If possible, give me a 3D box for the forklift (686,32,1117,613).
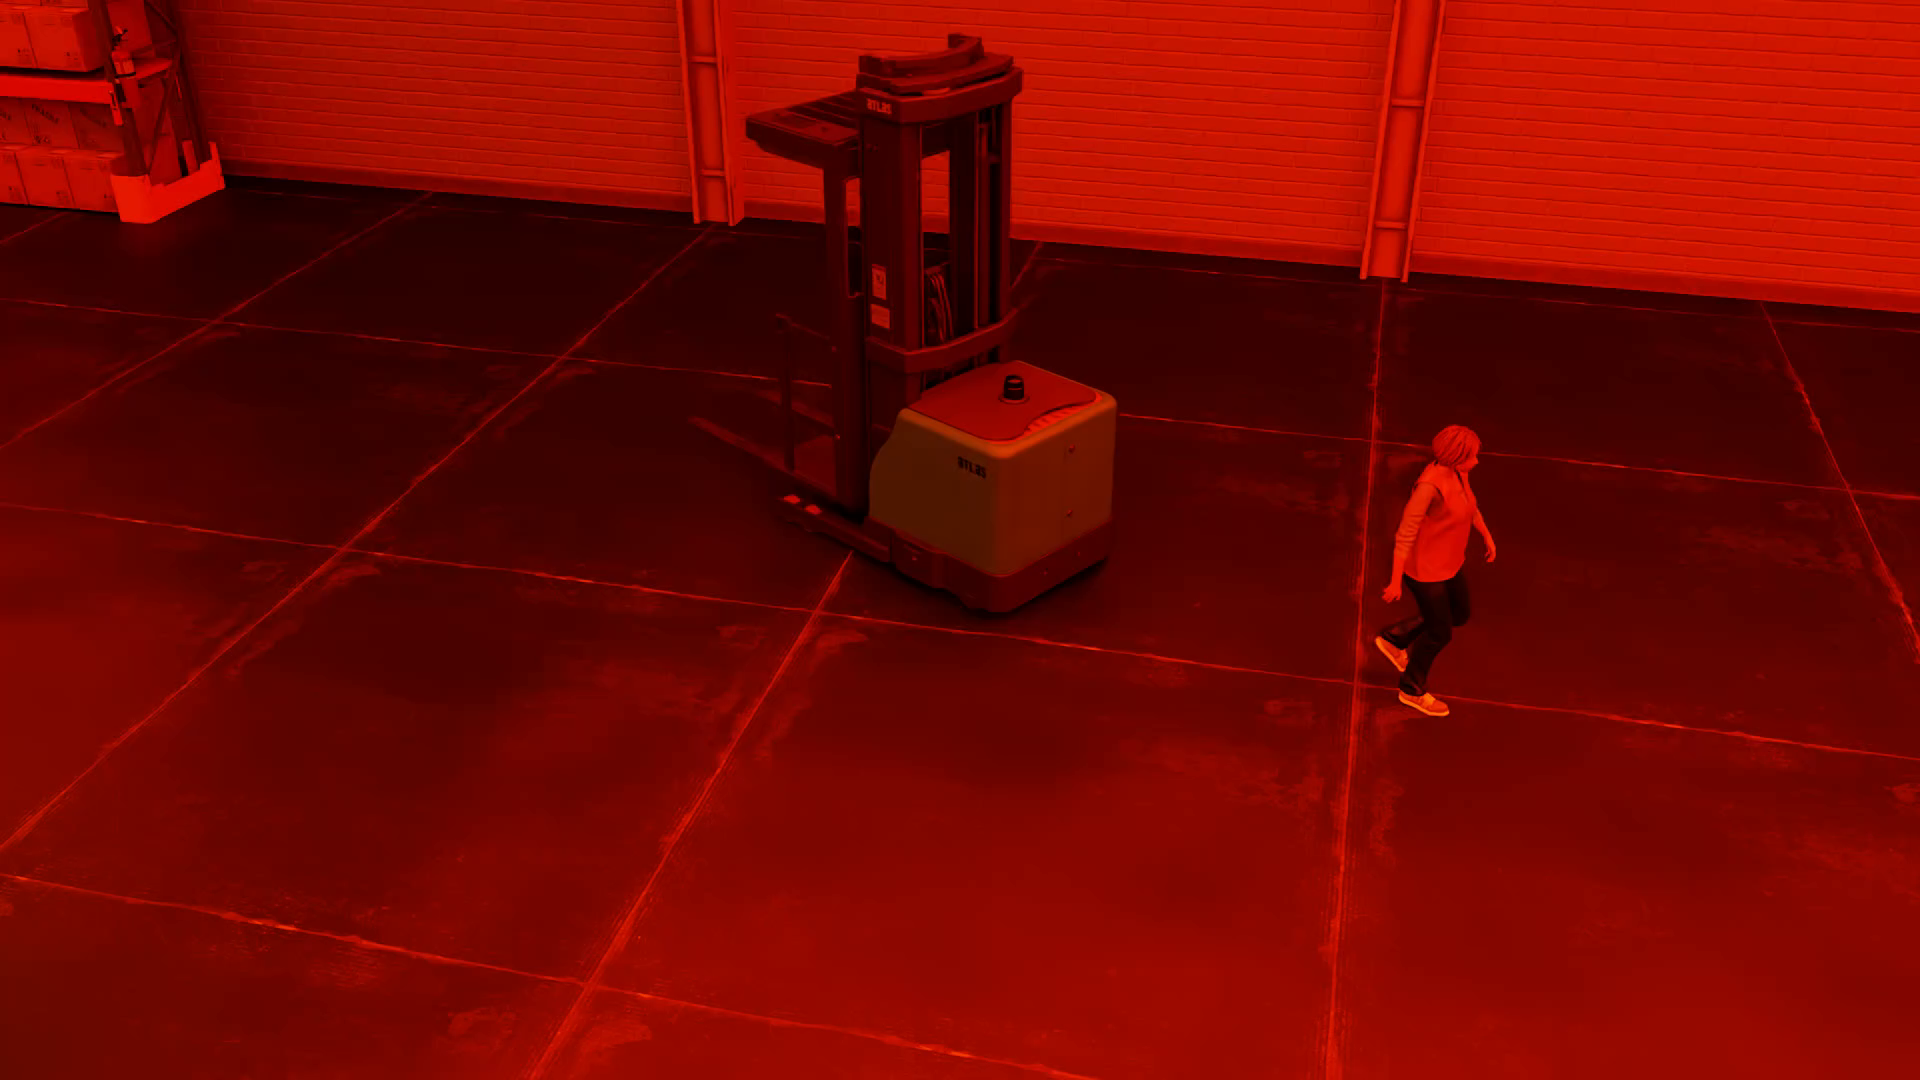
[{"bbox_3d":[-0.508,-1.487,9.794,3.031,2.935,1.130,25,38,37],"label":"forklift"}]

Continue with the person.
[{"bbox_3d":[2.351,0.135,8.311,0.494,1.579,0.624,17,34,28],"label":"person"}]
